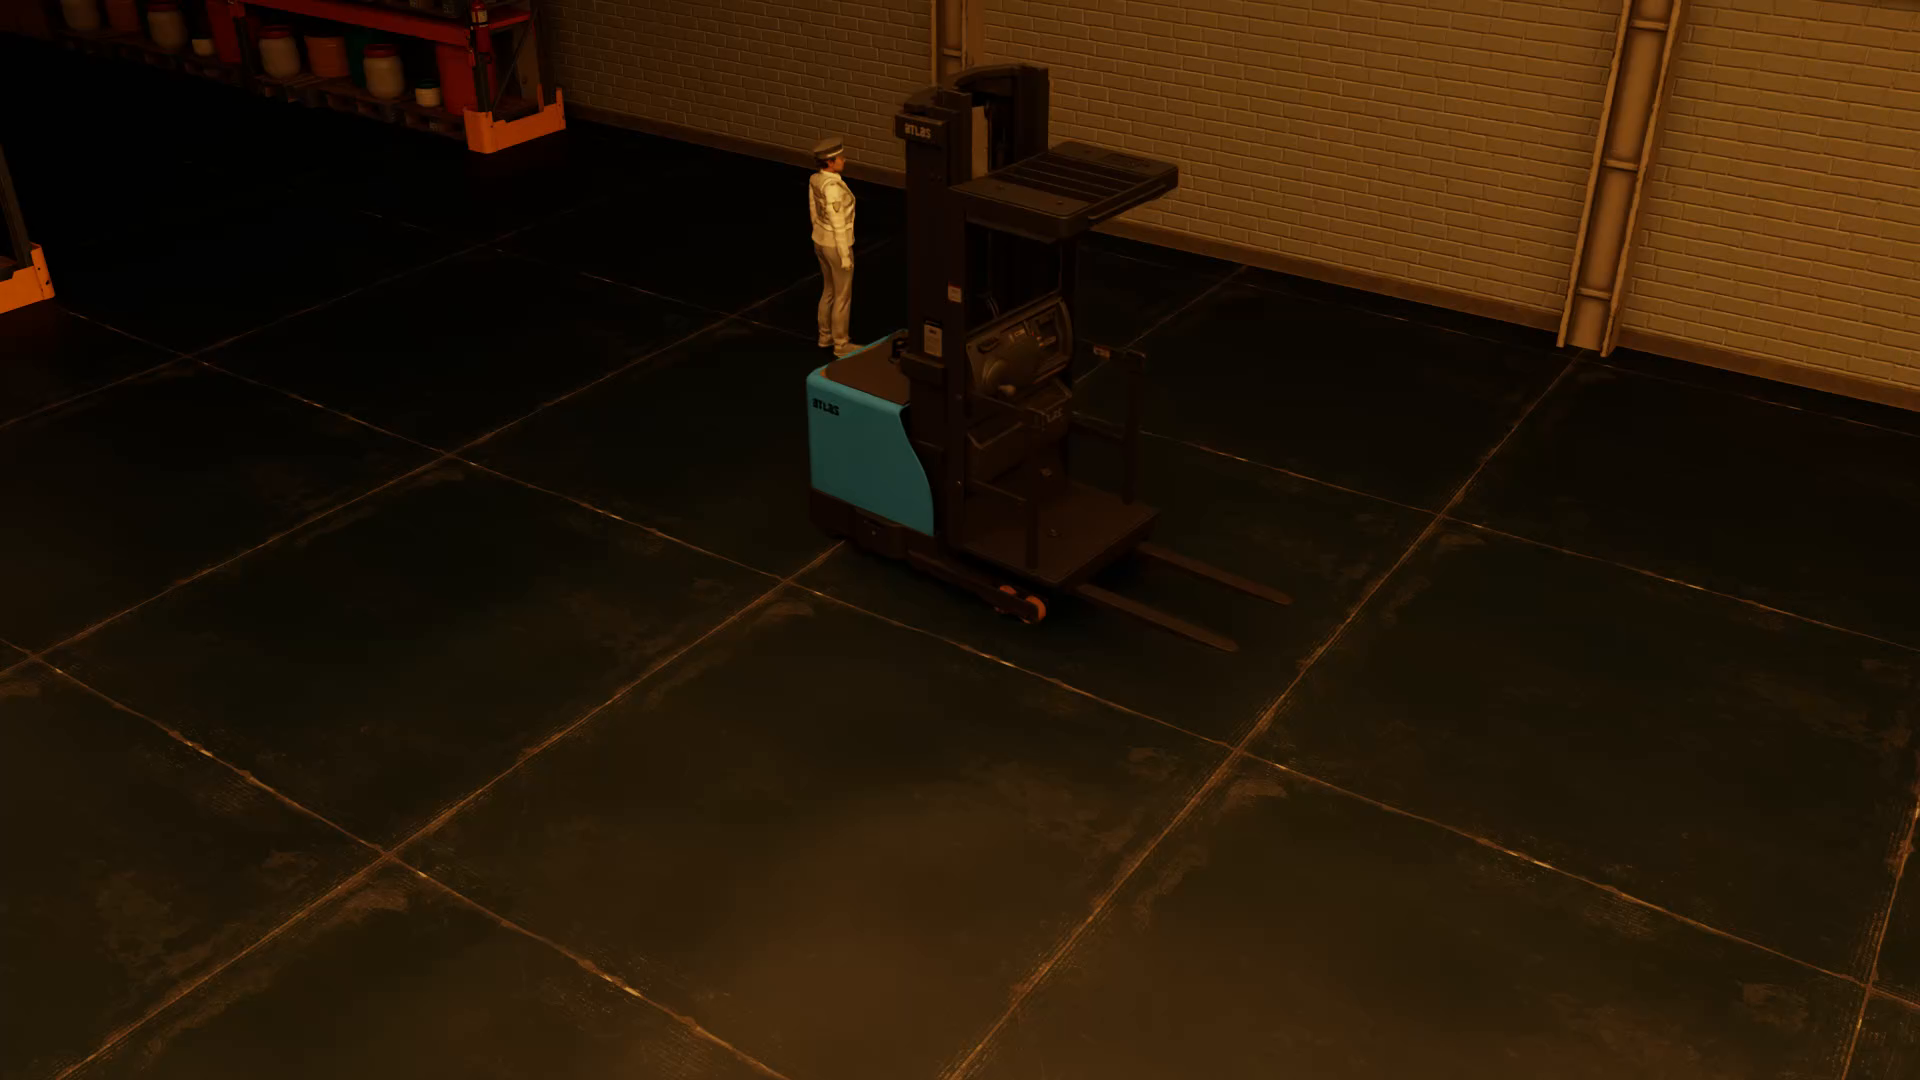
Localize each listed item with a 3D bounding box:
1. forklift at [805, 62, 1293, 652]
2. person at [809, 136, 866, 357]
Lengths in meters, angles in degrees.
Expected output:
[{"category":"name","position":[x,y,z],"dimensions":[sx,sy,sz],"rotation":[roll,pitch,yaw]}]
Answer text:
[{"category":"forklift","position":[0.509,-1.075,9.433],"dimensions":[3.031,2.935,1.130],"rotation":[22,37,33]},{"category":"person","position":[-0.941,-2.241,12.686],"dimensions":[0.346,1.687,0.513],"rotation":[-14,33,-23]}]
